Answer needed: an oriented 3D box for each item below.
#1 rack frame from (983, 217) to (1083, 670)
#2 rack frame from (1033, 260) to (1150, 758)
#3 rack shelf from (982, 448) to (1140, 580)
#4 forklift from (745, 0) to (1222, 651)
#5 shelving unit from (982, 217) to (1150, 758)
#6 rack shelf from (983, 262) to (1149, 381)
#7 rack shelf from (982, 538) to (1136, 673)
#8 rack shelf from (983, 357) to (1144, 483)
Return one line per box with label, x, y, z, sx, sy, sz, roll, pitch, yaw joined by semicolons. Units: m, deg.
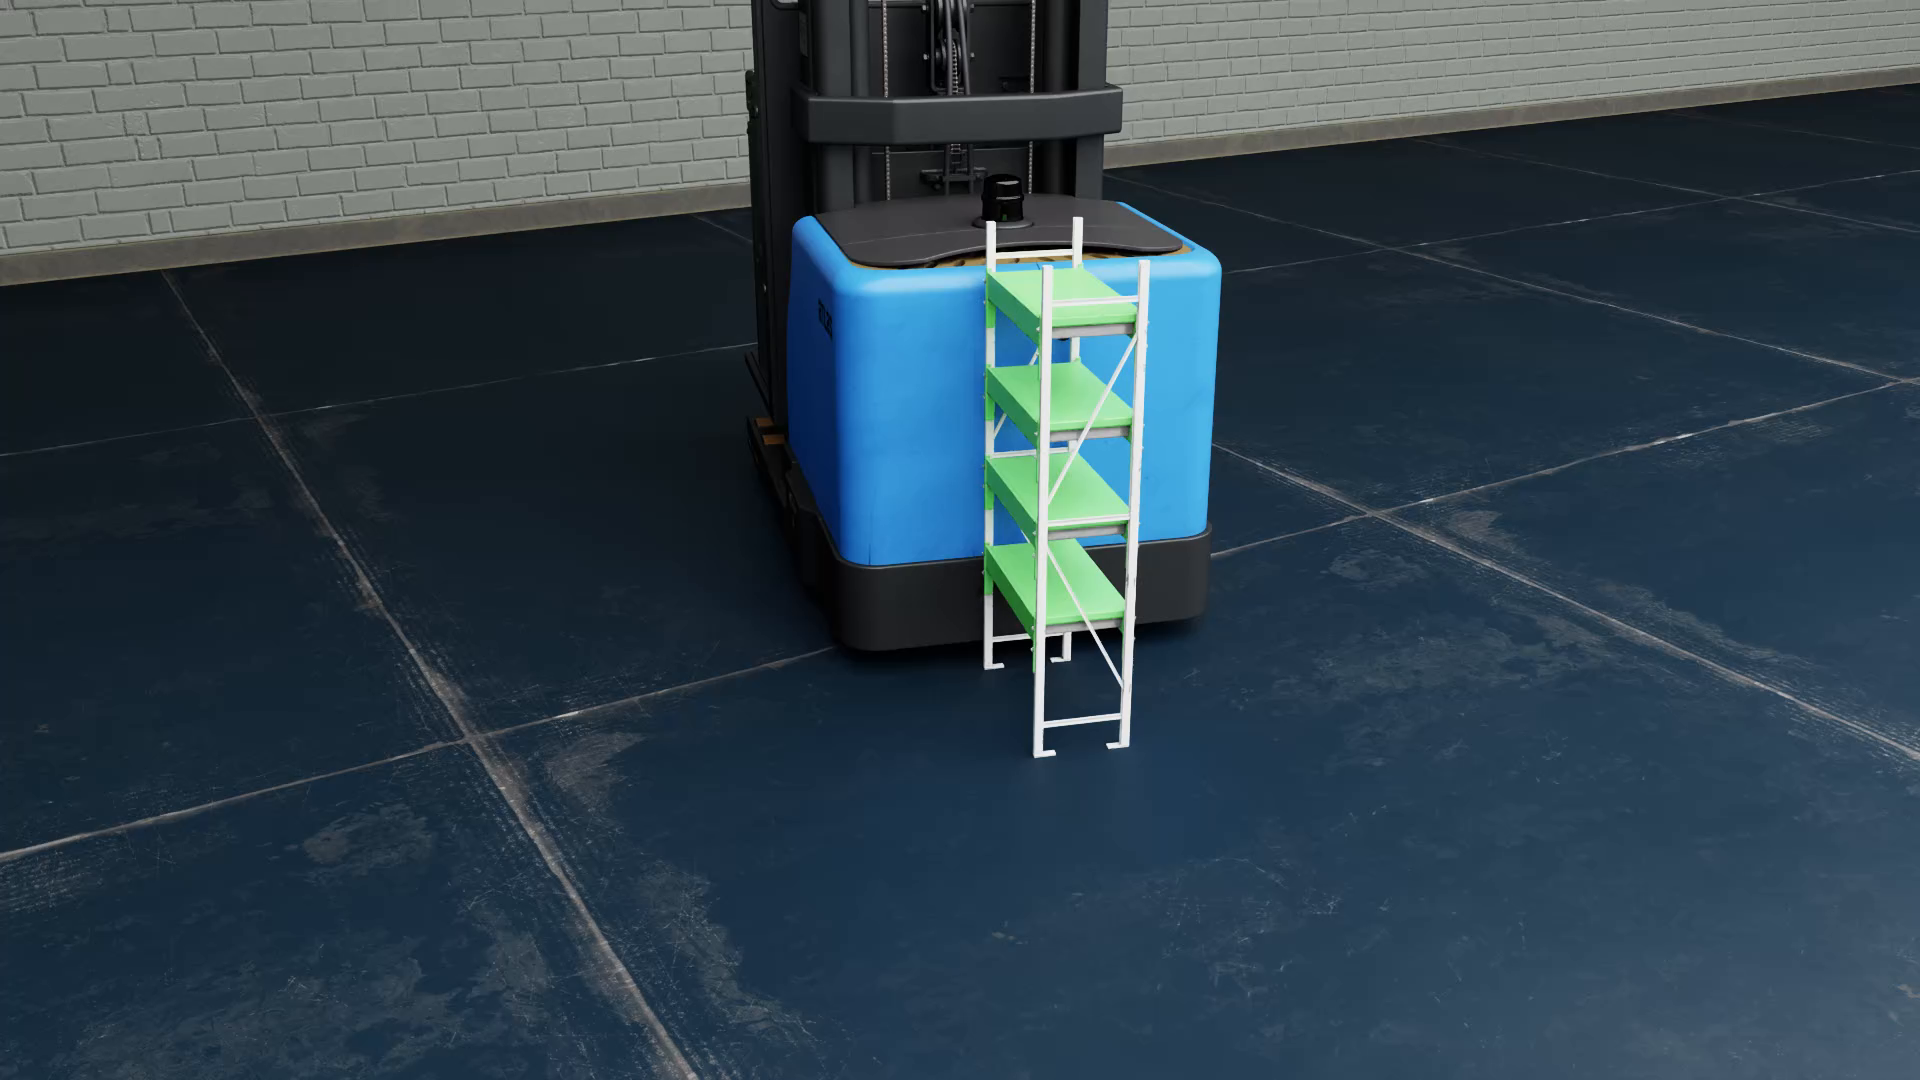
rack frame;0.181;-0.221;4.263;0.240;1.200;0.015;-5;23;-12
rack frame;0.295;-0.043;3.823;0.240;1.200;0.015;-5;23;-12
rack shelf;0.238;-0.073;4.067;0.258;0.148;0.480;-5;23;-12
forklift;-0.147;-1.589;5.328;1.130;2.935;3.031;-5;23;-12
shelving unit;0.238;-0.132;4.043;0.258;1.200;0.503;-5;23;-12
rack shelf;0.238;-0.517;3.886;0.258;0.148;0.480;-5;23;-12
rack shelf;0.238;0.150;4.157;0.258;0.148;0.480;-5;23;-12
rack shelf;0.238;-0.295;3.976;0.258;0.148;0.480;-5;23;-12
